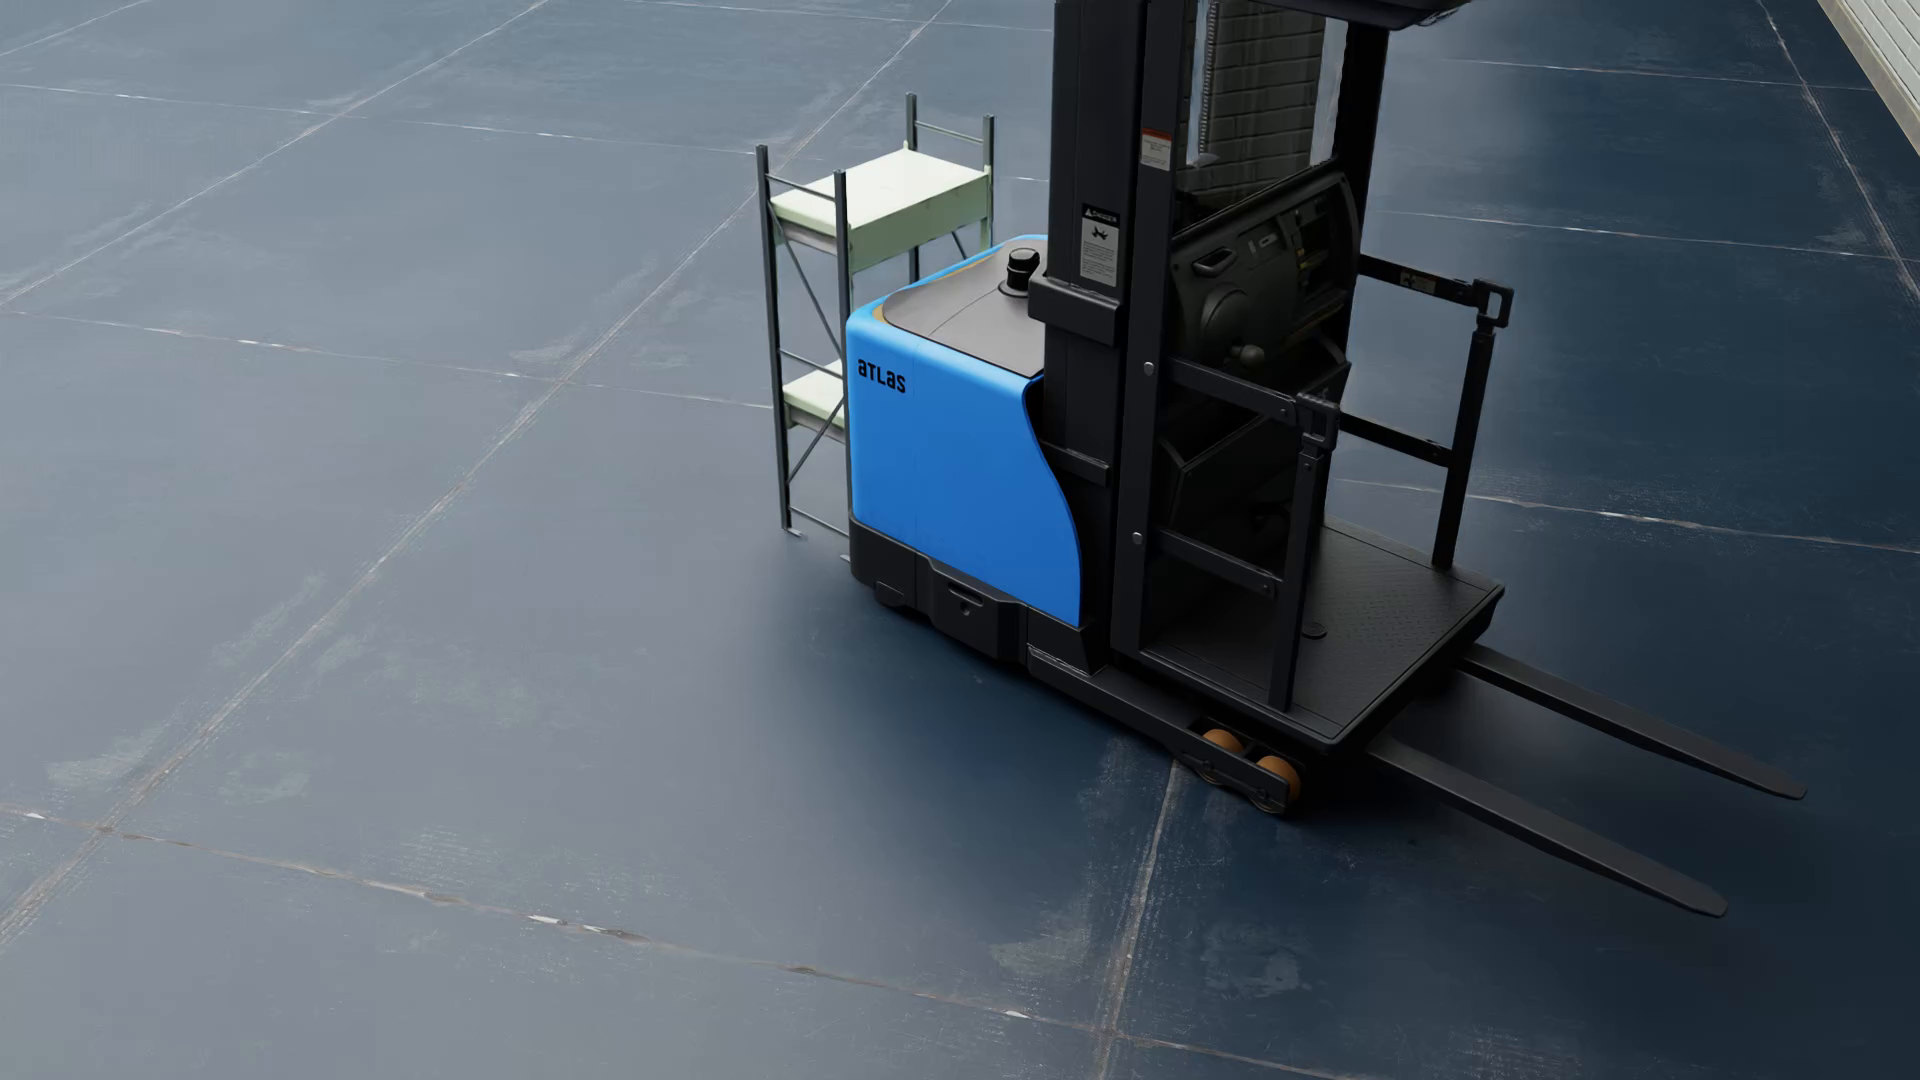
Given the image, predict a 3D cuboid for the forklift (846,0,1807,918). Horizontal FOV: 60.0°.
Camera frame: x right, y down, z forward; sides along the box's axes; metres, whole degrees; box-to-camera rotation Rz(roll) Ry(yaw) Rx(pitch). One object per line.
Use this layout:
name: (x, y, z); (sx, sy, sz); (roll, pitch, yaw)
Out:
forklift: (1.050, -0.743, 4.686); (3.031, 2.935, 1.130); (25, 40, 34)

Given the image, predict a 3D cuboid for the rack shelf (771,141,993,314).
rack shelf: (-0.280, -1.087, 5.835); (0.431, 0.370, 0.720); (25, 40, 34)

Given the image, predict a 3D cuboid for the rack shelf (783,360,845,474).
rack shelf: (-0.280, -0.483, 6.219); (0.431, 0.370, 0.720); (25, 40, 34)

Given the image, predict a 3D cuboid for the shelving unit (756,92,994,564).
shelving unit: (-0.280, -0.758, 6.044); (0.431, 1.500, 0.755); (25, 40, 34)

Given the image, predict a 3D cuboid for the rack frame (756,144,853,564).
rack frame: (-0.521, -0.610, 5.812); (0.400, 1.500, 0.023); (25, 40, 34)

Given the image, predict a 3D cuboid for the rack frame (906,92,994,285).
rack frame: (-0.038, -0.905, 6.276); (0.400, 1.500, 0.023); (25, 40, 34)
